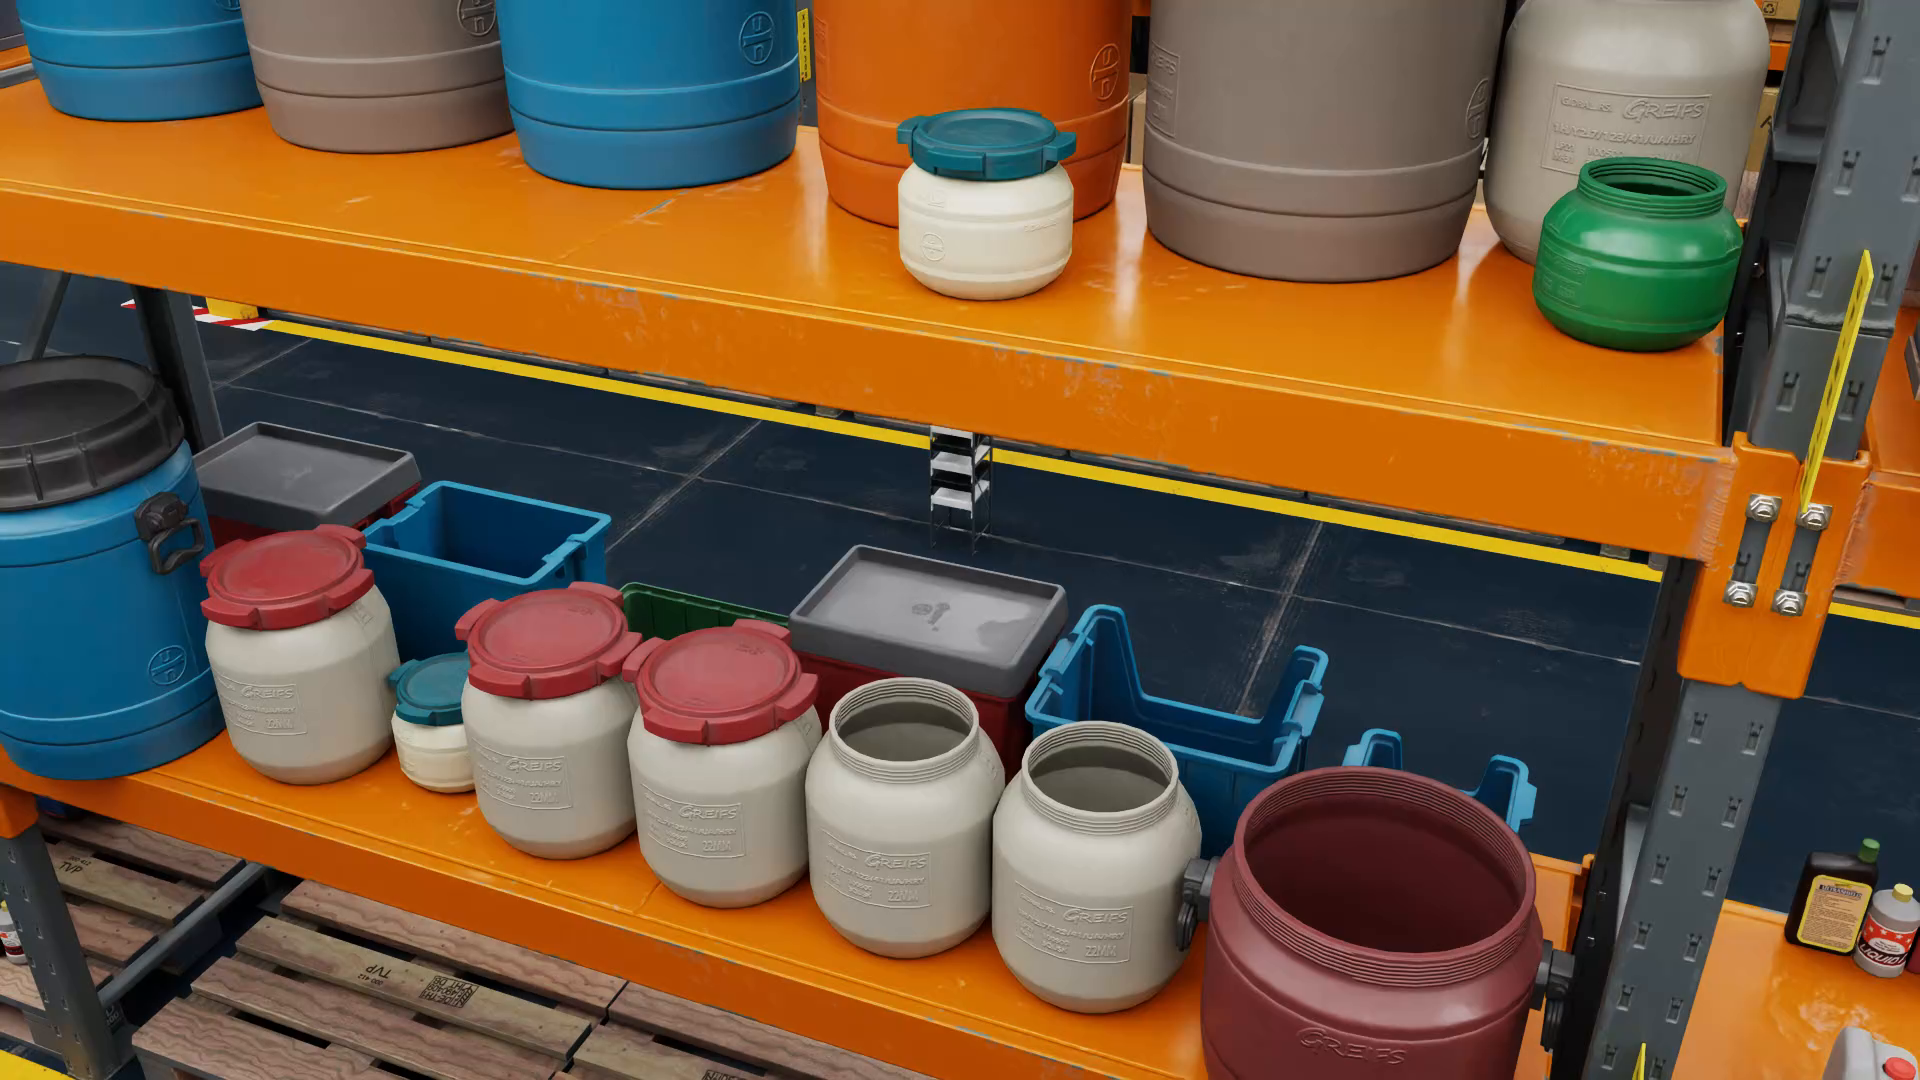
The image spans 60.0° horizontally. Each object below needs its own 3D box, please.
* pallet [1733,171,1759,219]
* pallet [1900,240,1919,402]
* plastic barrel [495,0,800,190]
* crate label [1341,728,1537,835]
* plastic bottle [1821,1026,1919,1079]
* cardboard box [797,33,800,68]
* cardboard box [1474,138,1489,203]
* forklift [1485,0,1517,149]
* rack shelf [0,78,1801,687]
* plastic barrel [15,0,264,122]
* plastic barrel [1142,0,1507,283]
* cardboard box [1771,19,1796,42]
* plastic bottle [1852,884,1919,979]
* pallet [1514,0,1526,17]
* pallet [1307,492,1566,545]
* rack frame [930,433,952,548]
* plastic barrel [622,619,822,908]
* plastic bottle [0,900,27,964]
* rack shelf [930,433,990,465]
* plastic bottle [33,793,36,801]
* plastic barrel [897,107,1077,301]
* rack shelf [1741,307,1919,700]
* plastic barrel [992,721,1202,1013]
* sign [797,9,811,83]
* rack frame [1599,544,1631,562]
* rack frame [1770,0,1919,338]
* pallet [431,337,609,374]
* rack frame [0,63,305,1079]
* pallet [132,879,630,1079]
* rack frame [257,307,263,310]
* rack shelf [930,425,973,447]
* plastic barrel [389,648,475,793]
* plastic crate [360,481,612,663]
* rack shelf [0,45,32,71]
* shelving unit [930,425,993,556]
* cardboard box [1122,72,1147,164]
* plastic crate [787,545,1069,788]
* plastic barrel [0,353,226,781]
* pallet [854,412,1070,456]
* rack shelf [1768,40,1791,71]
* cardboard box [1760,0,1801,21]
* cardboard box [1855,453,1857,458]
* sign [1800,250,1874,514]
[{"bbox_3d":[3.830,-1.270,7.144,1.003,0.211,1.213,11,31,19],"label":"pallet"},{"bbox_3d":[1.981,-0.227,2.246,1.213,0.211,1.003,11,31,19],"label":"pallet"},{"bbox_3d":[-0.632,-1.216,3.295,0.708,0.901,0.600,11,31,19],"label":"plastic barrel"},{"bbox_3d":[1.060,0.635,3.748,0.416,0.233,0.303,11,31,19],"label":"crate label"},{"bbox_3d":[1.646,1.023,3.018,0.135,0.276,0.152,11,31,19],"label":"plastic bottle"},{"bbox_3d":[-0.864,-2.466,8.303,0.250,0.149,0.380,11,31,19],"label":"cardboard box"},{"bbox_3d":[2.419,-1.662,7.733,0.500,0.311,0.500,11,31,19],"label":"cardboard box"},{"bbox_3d":[3.200,-2.470,9.142,3.031,2.935,1.130,0,29,1],"label":"forklift"},{"bbox_3d":[-0.544,-0.552,3.361,4.000,0.370,1.077,11,31,19],"label":"rack shelf"},{"bbox_3d":[-1.844,-1.458,3.723,0.708,0.901,0.600,11,31,19],"label":"plastic barrel"},{"bbox_3d":[0.630,-0.964,2.849,0.600,0.901,0.600,0,29,0],"label":"plastic barrel"},{"bbox_3d":[5.482,-3.389,10.932,0.250,0.149,0.380,12,32,20],"label":"cardboard box"},{"bbox_3d":[1.945,0.807,3.475,0.097,0.201,0.097,0,29,0],"label":"plastic bottle"},{"bbox_3d":[4.334,-3.706,11.453,1.003,0.211,1.213,11,31,19],"label":"pallet"},{"bbox_3d":[2.427,-0.403,8.249,1.213,0.211,1.003,11,31,19],"label":"pallet"},{"bbox_3d":[-0.087,-0.409,7.559,0.006,0.900,0.240,11,31,19],"label":"rack frame"},{"bbox_3d":[-0.512,0.504,3.671,0.433,0.535,0.433,0,29,0],"label":"plastic barrel"},{"bbox_3d":[-2.851,1.172,5.024,0.097,0.201,0.097,0,29,0],"label":"plastic bottle"},{"bbox_3d":[0.008,-0.440,7.498,0.200,0.077,0.258,11,31,19],"label":"rack shelf"},{"bbox_3d":[-3.169,0.757,5.688,0.097,0.271,0.097,0,29,0],"label":"plastic bottle"},{"bbox_3d":[0.043,-0.564,2.791,0.301,0.262,0.301,0,29,0],"label":"plastic barrel"},{"bbox_3d":[3.163,0.188,2.051,4.000,0.370,1.077,11,31,19],"label":"rack shelf"},{"bbox_3d":[0.276,0.669,3.404,0.421,0.512,0.421,0,29,0],"label":"plastic barrel"},{"bbox_3d":[-0.739,-2.345,7.890,0.005,0.325,0.100,11,31,19],"label":"sign"},{"bbox_3d":[3.175,-1.447,7.262,0.127,3.000,1.000,11,31,19],"label":"rack frame"},{"bbox_3d":[1.309,-1.801,1.791,0.127,3.000,1.000,11,31,19],"label":"rack frame"},{"bbox_3d":[-2.387,-1.364,9.949,1.213,0.211,1.003,11,31,19],"label":"pallet"},{"bbox_3d":[-2.397,0.071,4.576,0.127,3.000,1.000,11,31,19],"label":"rack frame"},{"bbox_3d":[-1.655,1.412,5.037,1.213,0.211,1.003,11,31,19],"label":"pallet"},{"bbox_3d":[-4.238,-2.927,9.880,0.127,3.000,1.000,11,31,19],"label":"rack frame"},{"bbox_3d":[0.008,-0.518,7.454,0.200,0.077,0.258,11,31,19],"label":"rack shelf"},{"bbox_3d":[-1.228,0.446,4.053,0.301,0.262,0.301,0,29,0],"label":"plastic barrel"},{"bbox_3d":[-1.258,0.140,4.470,0.575,0.384,0.392,11,31,19],"label":"plastic crate"},{"bbox_3d":[-4.251,-1.292,4.670,4.000,0.370,1.077,11,31,19],"label":"rack shelf"},{"bbox_3d":[0.008,-0.390,7.526,0.210,0.900,0.258,11,31,19],"label":"shelving unit"},{"bbox_3d":[0.662,-1.984,8.109,0.500,0.500,0.500,14,32,23],"label":"cardboard box"},{"bbox_3d":[-0.073,0.345,4.027,0.583,0.464,0.402,11,31,19],"label":"plastic crate"},{"bbox_3d":[-2.153,0.062,4.082,0.708,0.901,0.600,11,31,19],"label":"plastic barrel"},{"bbox_3d":[0.166,-0.855,9.047,1.213,0.211,1.003,11,31,19],"label":"pallet"},{"bbox_3d":[6.887,-3.023,10.781,4.000,0.370,1.077,11,31,19],"label":"rack shelf"},{"bbox_3d":[5.388,-3.682,10.791,0.500,0.500,0.500,12,32,21],"label":"cardboard box"},{"bbox_3d":[3.977,-0.242,7.222,0.500,0.500,0.500,10,31,17],"label":"cardboard box"},{"bbox_3d":[1.109,-0.197,2.109,0.005,0.325,0.100,11,31,19],"label":"sign"}]
